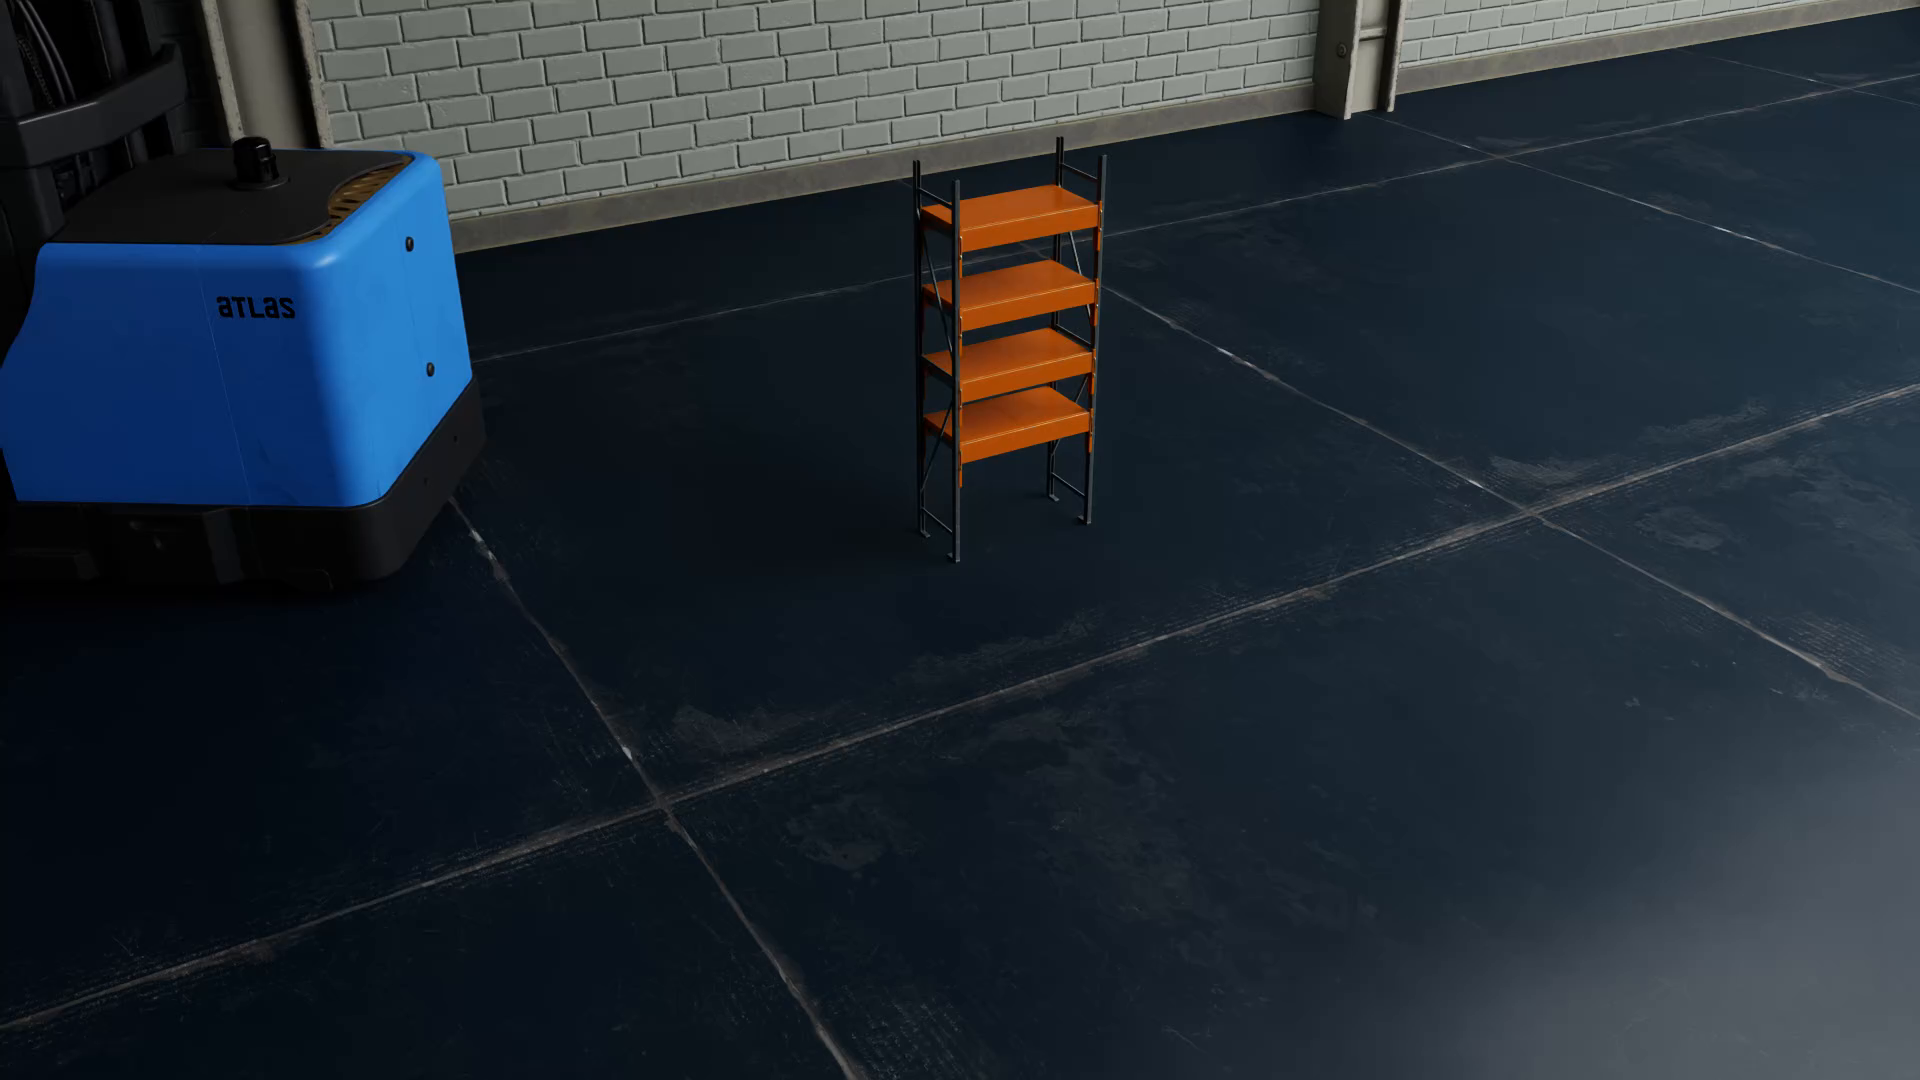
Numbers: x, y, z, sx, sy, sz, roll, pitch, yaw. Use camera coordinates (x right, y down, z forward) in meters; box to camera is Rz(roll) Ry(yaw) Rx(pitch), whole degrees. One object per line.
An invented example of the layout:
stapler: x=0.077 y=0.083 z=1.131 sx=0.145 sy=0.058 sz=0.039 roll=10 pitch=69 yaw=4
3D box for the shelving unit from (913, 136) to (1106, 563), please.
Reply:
shelving unit: x=0.143 y=-0.566 z=5.034 sx=0.503 sy=1.200 sz=0.258 roll=-16 pitch=33 yaw=-26

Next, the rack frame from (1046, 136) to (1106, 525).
rack frame: x=0.353 y=-0.626 z=5.142 sx=0.015 sy=1.200 sz=0.240 roll=-16 pitch=33 yaw=-26

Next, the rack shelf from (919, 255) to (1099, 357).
rack shelf: x=0.143 y=-0.703 z=4.958 sx=0.480 sy=0.148 sz=0.258 roll=-16 pitch=33 yaw=-26

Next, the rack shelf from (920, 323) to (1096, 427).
rack shelf: x=0.143 y=-0.507 z=5.066 sx=0.480 sy=0.148 sz=0.258 roll=-16 pitch=33 yaw=-26

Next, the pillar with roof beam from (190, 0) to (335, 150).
pillar with roof beam: x=-0.663 y=-3.241 z=1.809 sx=0.400 sy=9.000 sz=9.100 roll=-16 pitch=33 yaw=-26

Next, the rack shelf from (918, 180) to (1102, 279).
rack shelf: x=0.143 y=-0.910 z=4.844 sx=0.480 sy=0.148 sz=0.258 roll=-16 pitch=33 yaw=-26

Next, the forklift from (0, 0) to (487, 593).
forklift: x=-3.158 y=-1.379 z=4.716 sx=3.031 sy=2.935 sz=1.130 roll=1 pitch=29 yaw=2

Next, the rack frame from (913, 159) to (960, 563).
rack frame: x=-0.068 y=-0.506 z=4.925 sx=0.015 sy=1.200 sz=0.240 roll=-16 pitch=33 yaw=-26

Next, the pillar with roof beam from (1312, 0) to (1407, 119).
pillar with roof beam: x=4.510 y=-4.710 z=4.470 sx=0.400 sy=9.000 sz=9.100 roll=-16 pitch=33 yaw=-26

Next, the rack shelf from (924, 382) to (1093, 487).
rack shelf: x=0.143 y=-0.333 z=5.162 sx=0.480 sy=0.148 sz=0.258 roll=-16 pitch=33 yaw=-26
